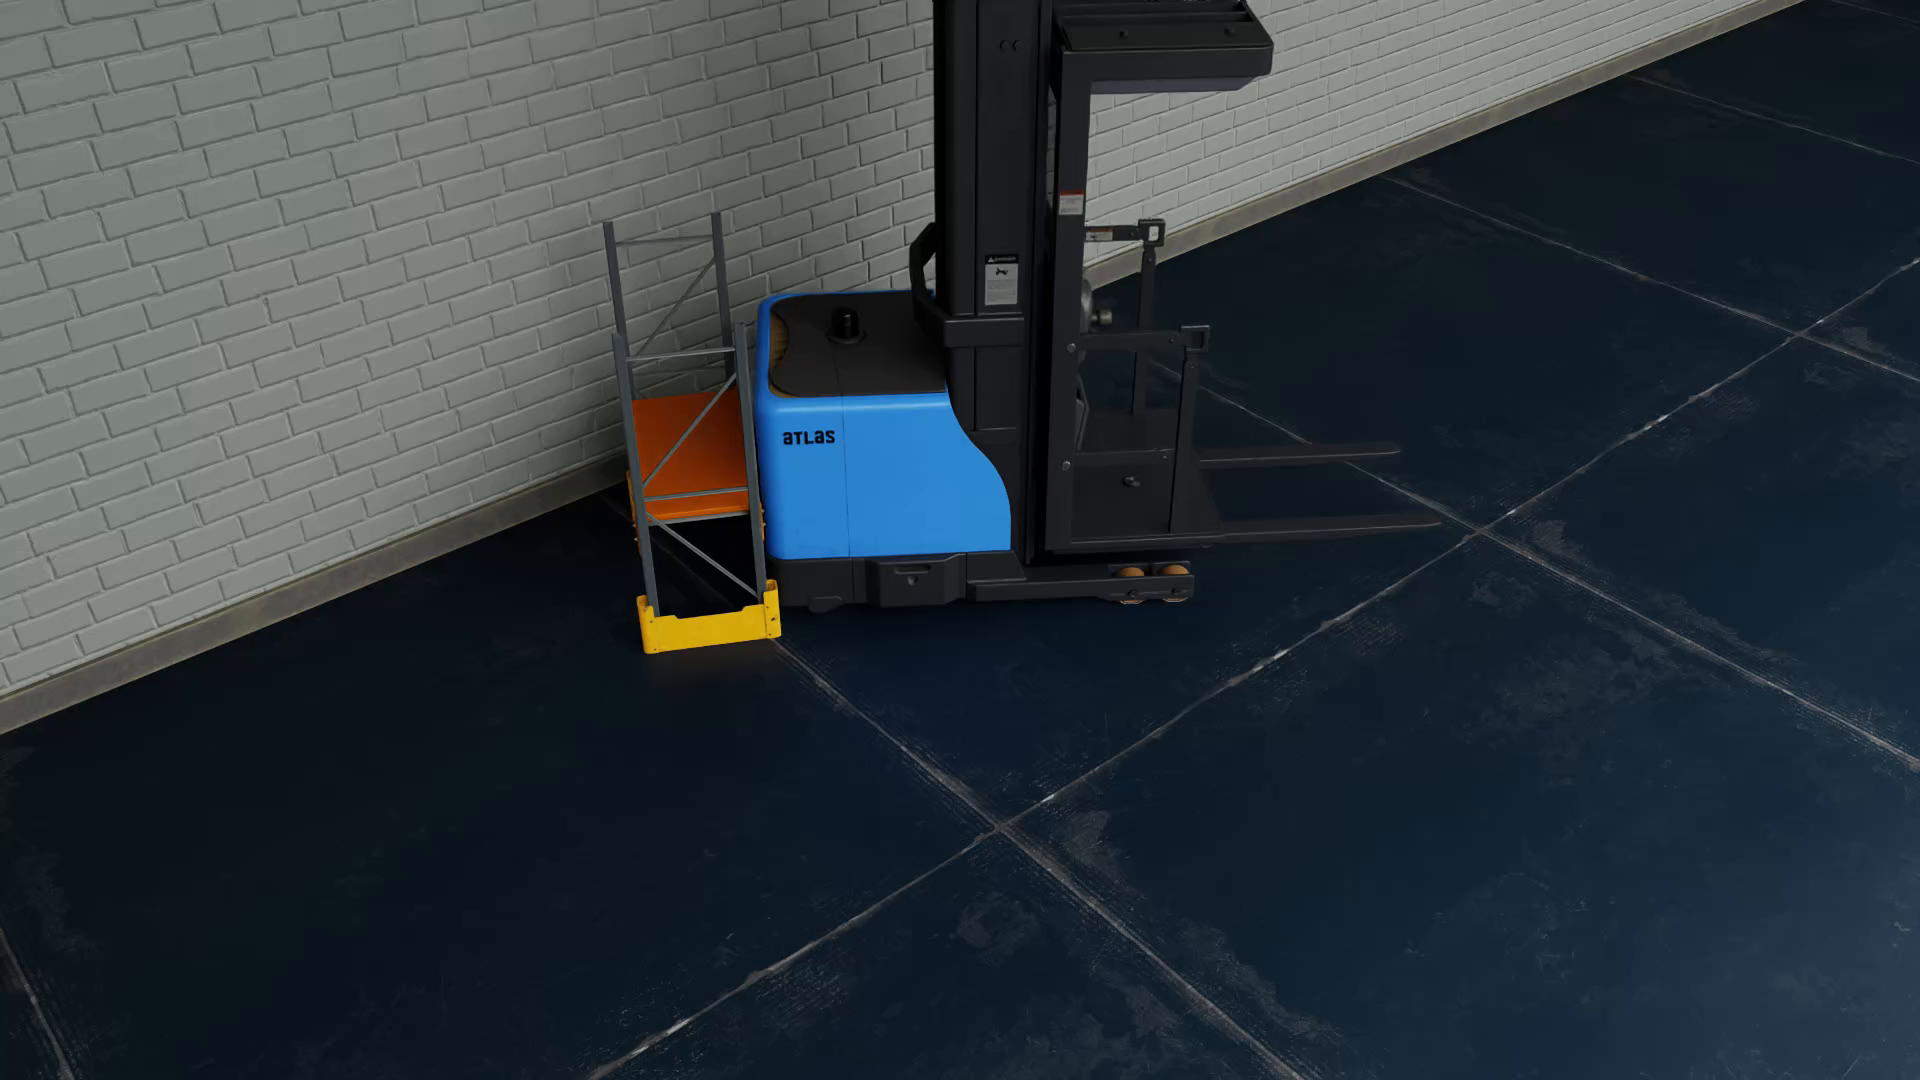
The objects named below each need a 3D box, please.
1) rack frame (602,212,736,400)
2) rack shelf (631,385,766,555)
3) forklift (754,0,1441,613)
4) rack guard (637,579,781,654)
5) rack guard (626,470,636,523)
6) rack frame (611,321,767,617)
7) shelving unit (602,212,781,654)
[{"bbox_3d":[-1.271,-0.759,7.524,0.500,1.500,0.032,-7,36,-10],"label":"rack frame"},{"bbox_3d":[-1.167,-0.325,7.222,0.538,0.185,1.000,-7,36,-10],"label":"rack shelf"},{"bbox_3d":[0.628,-1.213,6.927,3.031,2.935,1.130,-3,35,-4],"label":"forklift"},{"bbox_3d":[-1.064,0.325,7.074,0.587,0.250,0.087,-7,36,-10],"label":"rack guard"},{"bbox_3d":[-1.267,-0.238,7.870,0.587,0.250,0.087,-7,36,-10],"label":"rack guard"},{"bbox_3d":[-1.064,-0.184,6.712,0.500,1.500,0.032,-7,36,-10],"label":"rack frame"},{"bbox_3d":[-1.165,-0.466,7.111,0.587,1.500,1.083,-7,36,-10],"label":"shelving unit"}]
